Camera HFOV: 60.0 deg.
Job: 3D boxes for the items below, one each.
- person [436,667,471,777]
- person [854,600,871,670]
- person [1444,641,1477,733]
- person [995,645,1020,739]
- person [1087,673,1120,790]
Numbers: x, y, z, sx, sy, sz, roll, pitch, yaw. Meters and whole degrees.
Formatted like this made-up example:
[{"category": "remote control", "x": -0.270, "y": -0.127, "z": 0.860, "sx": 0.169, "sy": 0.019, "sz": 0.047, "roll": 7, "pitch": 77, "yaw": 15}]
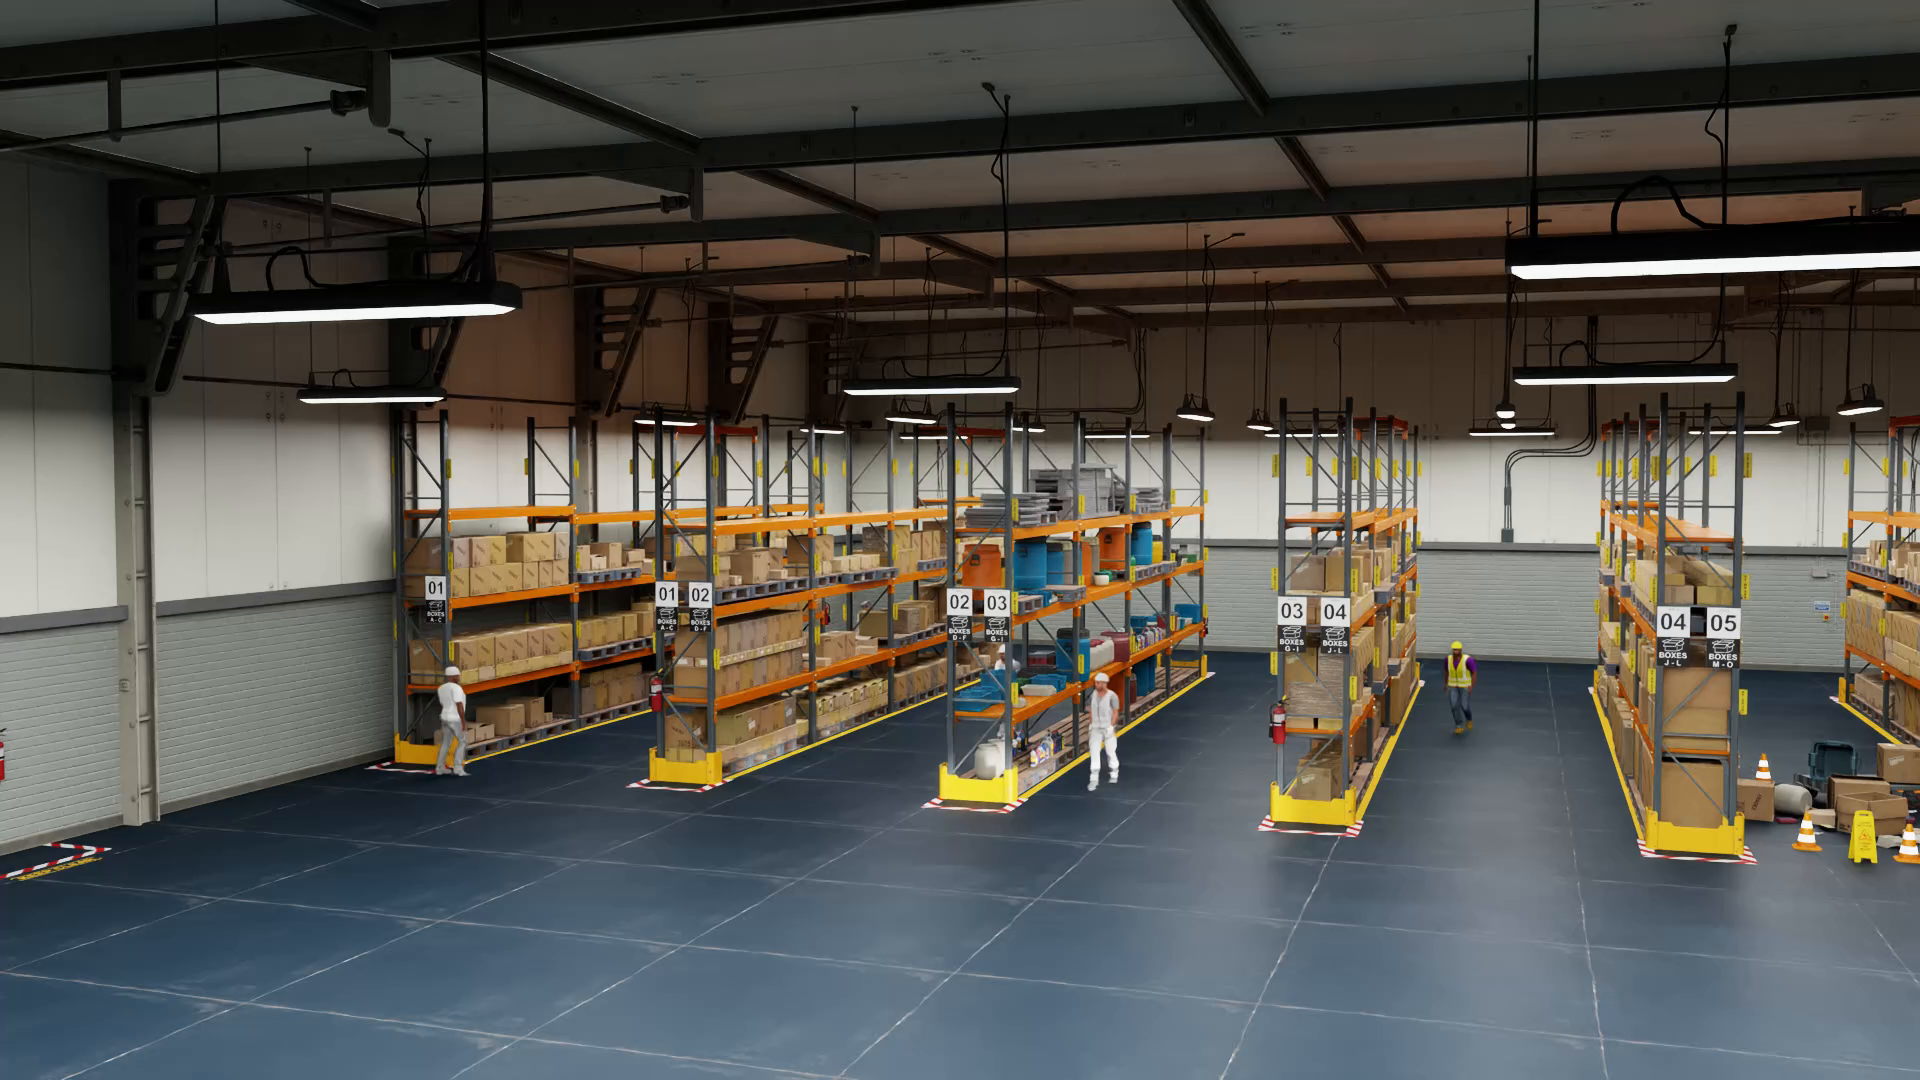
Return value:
[{"category": "person", "x": -8.319, "y": 2.972, "z": 27.108, "sx": 0.594, "sy": 1.804, "sz": 0.496, "roll": 2, "pitch": 3, "yaw": 45}, {"category": "person", "x": -2.290, "y": 2.354, "z": 41.125, "sx": 0.523, "sy": 1.717, "sz": 1.030, "roll": 2, "pitch": 3, "yaw": 40}, {"category": "person", "x": 9.518, "y": 2.781, "z": 31.596, "sx": 0.636, "sy": 1.740, "sz": 0.669, "roll": 2, "pitch": 3, "yaw": 35}, {"category": "person", "x": 0.786, "y": 2.793, "z": 30.451, "sx": 0.876, "sy": 1.743, "sz": 0.596, "roll": -2, "pitch": 3, "yaw": -43}, {"category": "person", "x": 2.214, "y": 2.990, "z": 26.173, "sx": 0.585, "sy": 1.789, "sz": 0.818, "roll": 2, "pitch": 3, "yaw": 32}]
